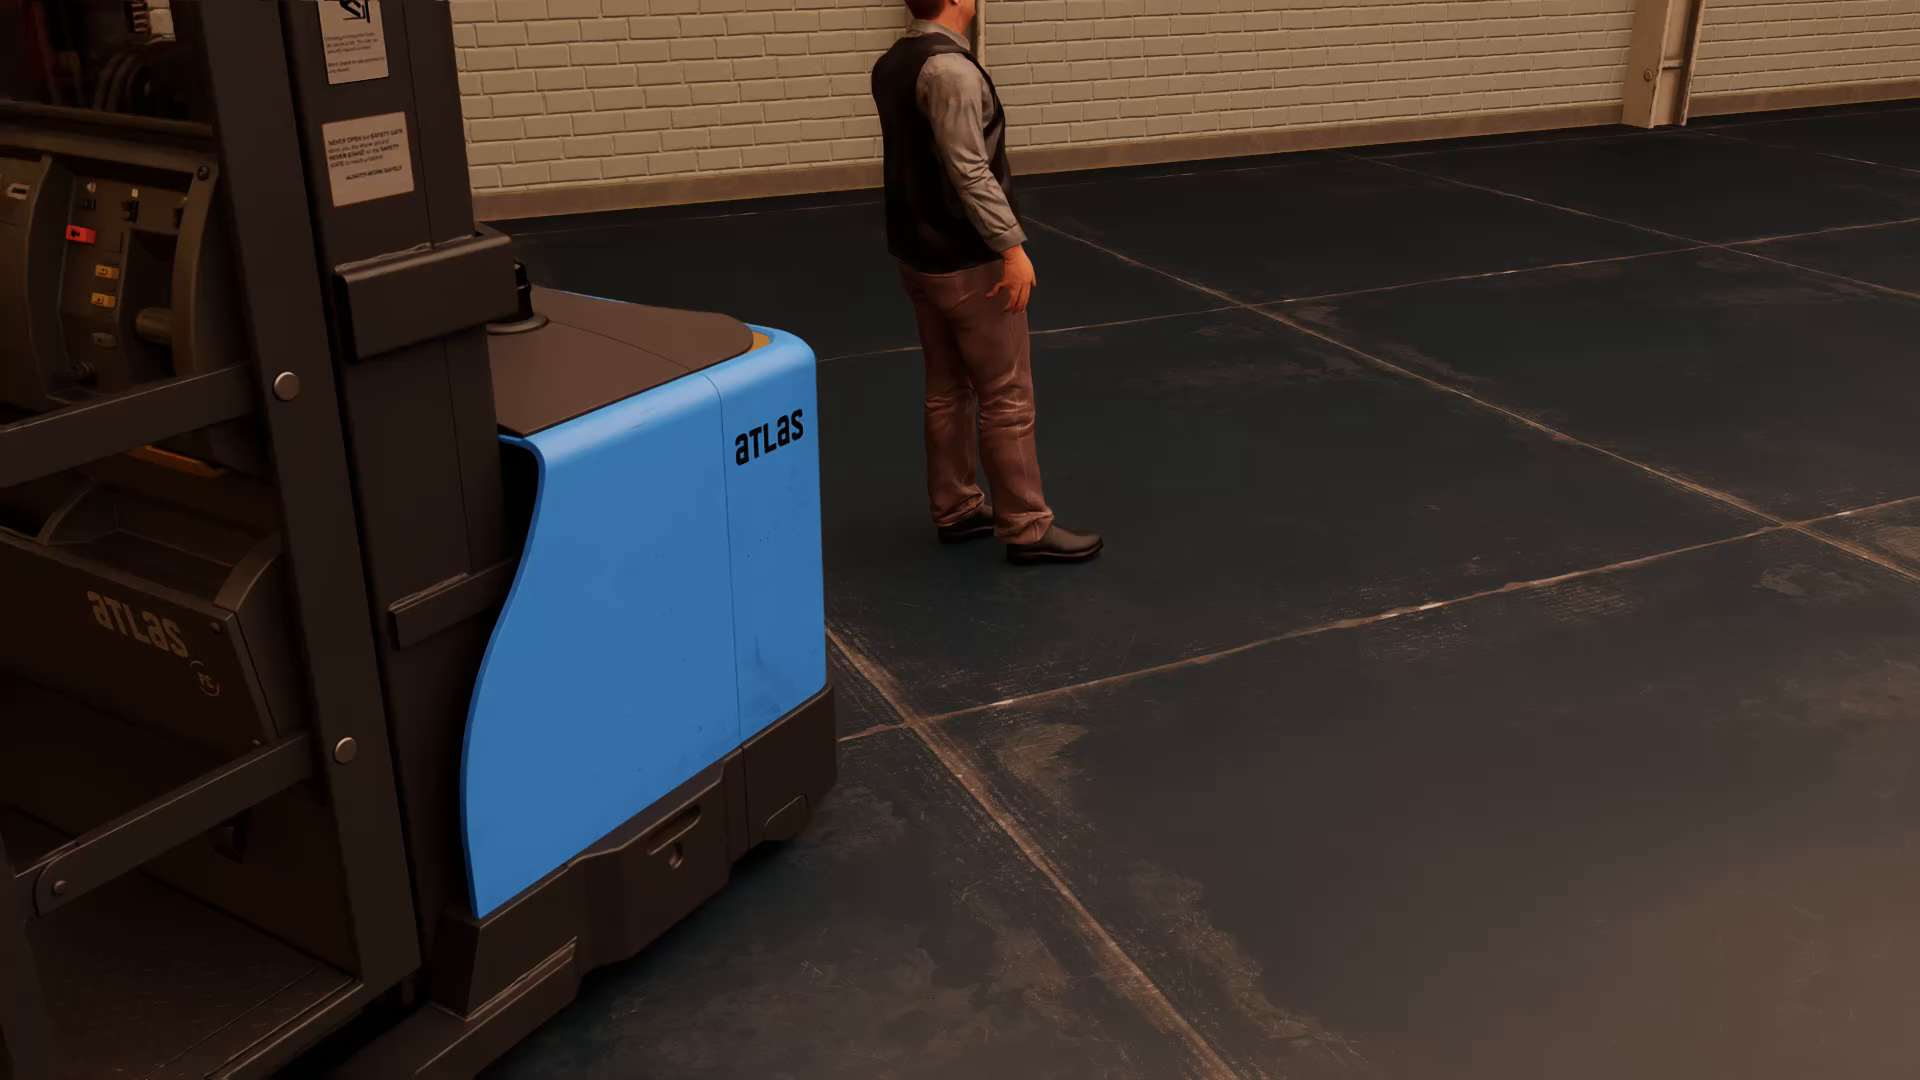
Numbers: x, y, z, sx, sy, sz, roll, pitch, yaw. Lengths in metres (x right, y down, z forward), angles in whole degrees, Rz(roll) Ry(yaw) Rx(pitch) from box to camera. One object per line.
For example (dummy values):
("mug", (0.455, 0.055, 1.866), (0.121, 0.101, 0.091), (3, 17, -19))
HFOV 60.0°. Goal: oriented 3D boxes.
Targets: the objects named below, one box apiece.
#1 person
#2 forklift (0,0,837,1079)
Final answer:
("person", (0.060, -0.810, 4.792), (0.566, 1.722, 0.634), (-10, 25, -23))
("forklift", (-1.475, -0.388, 2.220), (1.130, 2.935, 3.031), (13, 26, 29))
